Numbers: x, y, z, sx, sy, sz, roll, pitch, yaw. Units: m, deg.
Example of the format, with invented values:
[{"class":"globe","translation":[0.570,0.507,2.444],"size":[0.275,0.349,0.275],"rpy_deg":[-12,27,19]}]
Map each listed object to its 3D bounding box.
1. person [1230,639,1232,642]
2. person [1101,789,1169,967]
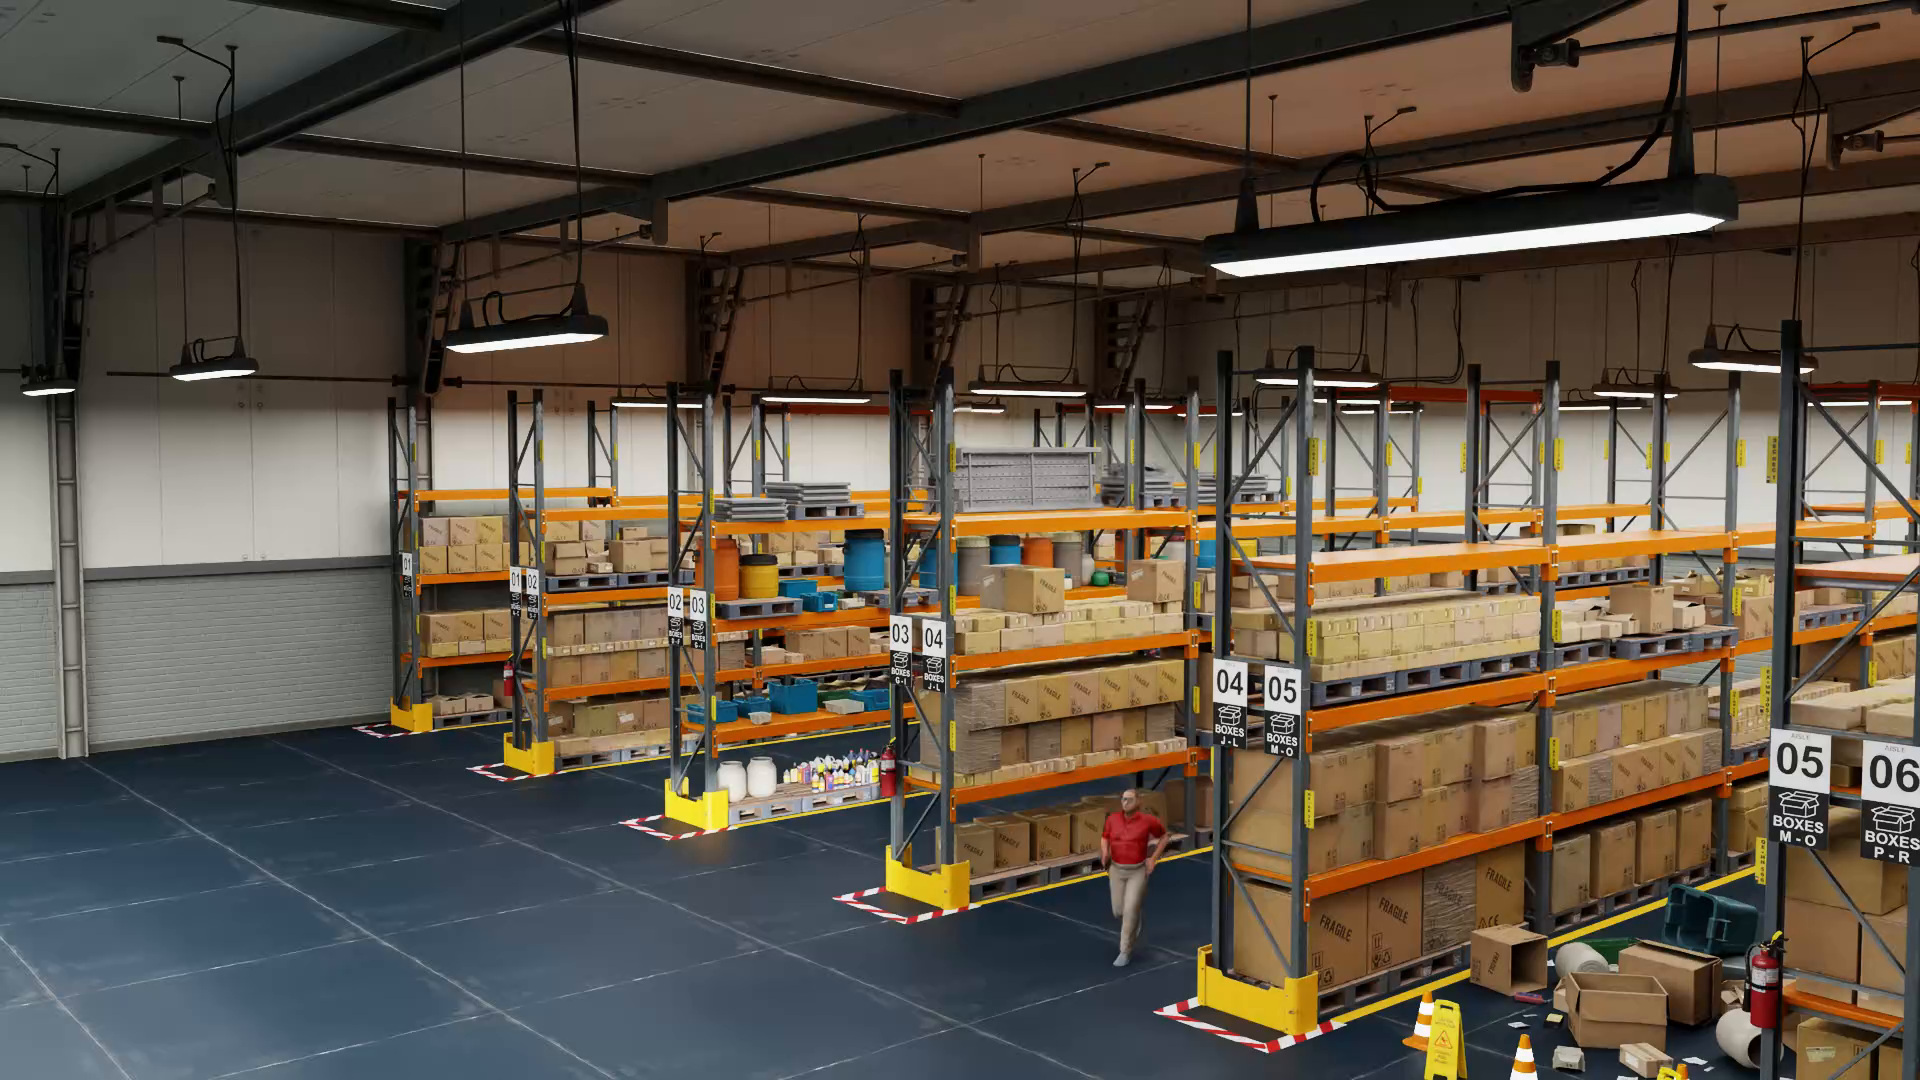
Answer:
[{"class":"person","translation":[5.911,2.290,34.753],"size":[0.739,1.704,0.687],"rpy_deg":[2,4,36]},{"class":"person","translation":[1.725,3.359,16.707],"size":[0.672,1.737,0.793],"rpy_deg":[2,4,25]}]
